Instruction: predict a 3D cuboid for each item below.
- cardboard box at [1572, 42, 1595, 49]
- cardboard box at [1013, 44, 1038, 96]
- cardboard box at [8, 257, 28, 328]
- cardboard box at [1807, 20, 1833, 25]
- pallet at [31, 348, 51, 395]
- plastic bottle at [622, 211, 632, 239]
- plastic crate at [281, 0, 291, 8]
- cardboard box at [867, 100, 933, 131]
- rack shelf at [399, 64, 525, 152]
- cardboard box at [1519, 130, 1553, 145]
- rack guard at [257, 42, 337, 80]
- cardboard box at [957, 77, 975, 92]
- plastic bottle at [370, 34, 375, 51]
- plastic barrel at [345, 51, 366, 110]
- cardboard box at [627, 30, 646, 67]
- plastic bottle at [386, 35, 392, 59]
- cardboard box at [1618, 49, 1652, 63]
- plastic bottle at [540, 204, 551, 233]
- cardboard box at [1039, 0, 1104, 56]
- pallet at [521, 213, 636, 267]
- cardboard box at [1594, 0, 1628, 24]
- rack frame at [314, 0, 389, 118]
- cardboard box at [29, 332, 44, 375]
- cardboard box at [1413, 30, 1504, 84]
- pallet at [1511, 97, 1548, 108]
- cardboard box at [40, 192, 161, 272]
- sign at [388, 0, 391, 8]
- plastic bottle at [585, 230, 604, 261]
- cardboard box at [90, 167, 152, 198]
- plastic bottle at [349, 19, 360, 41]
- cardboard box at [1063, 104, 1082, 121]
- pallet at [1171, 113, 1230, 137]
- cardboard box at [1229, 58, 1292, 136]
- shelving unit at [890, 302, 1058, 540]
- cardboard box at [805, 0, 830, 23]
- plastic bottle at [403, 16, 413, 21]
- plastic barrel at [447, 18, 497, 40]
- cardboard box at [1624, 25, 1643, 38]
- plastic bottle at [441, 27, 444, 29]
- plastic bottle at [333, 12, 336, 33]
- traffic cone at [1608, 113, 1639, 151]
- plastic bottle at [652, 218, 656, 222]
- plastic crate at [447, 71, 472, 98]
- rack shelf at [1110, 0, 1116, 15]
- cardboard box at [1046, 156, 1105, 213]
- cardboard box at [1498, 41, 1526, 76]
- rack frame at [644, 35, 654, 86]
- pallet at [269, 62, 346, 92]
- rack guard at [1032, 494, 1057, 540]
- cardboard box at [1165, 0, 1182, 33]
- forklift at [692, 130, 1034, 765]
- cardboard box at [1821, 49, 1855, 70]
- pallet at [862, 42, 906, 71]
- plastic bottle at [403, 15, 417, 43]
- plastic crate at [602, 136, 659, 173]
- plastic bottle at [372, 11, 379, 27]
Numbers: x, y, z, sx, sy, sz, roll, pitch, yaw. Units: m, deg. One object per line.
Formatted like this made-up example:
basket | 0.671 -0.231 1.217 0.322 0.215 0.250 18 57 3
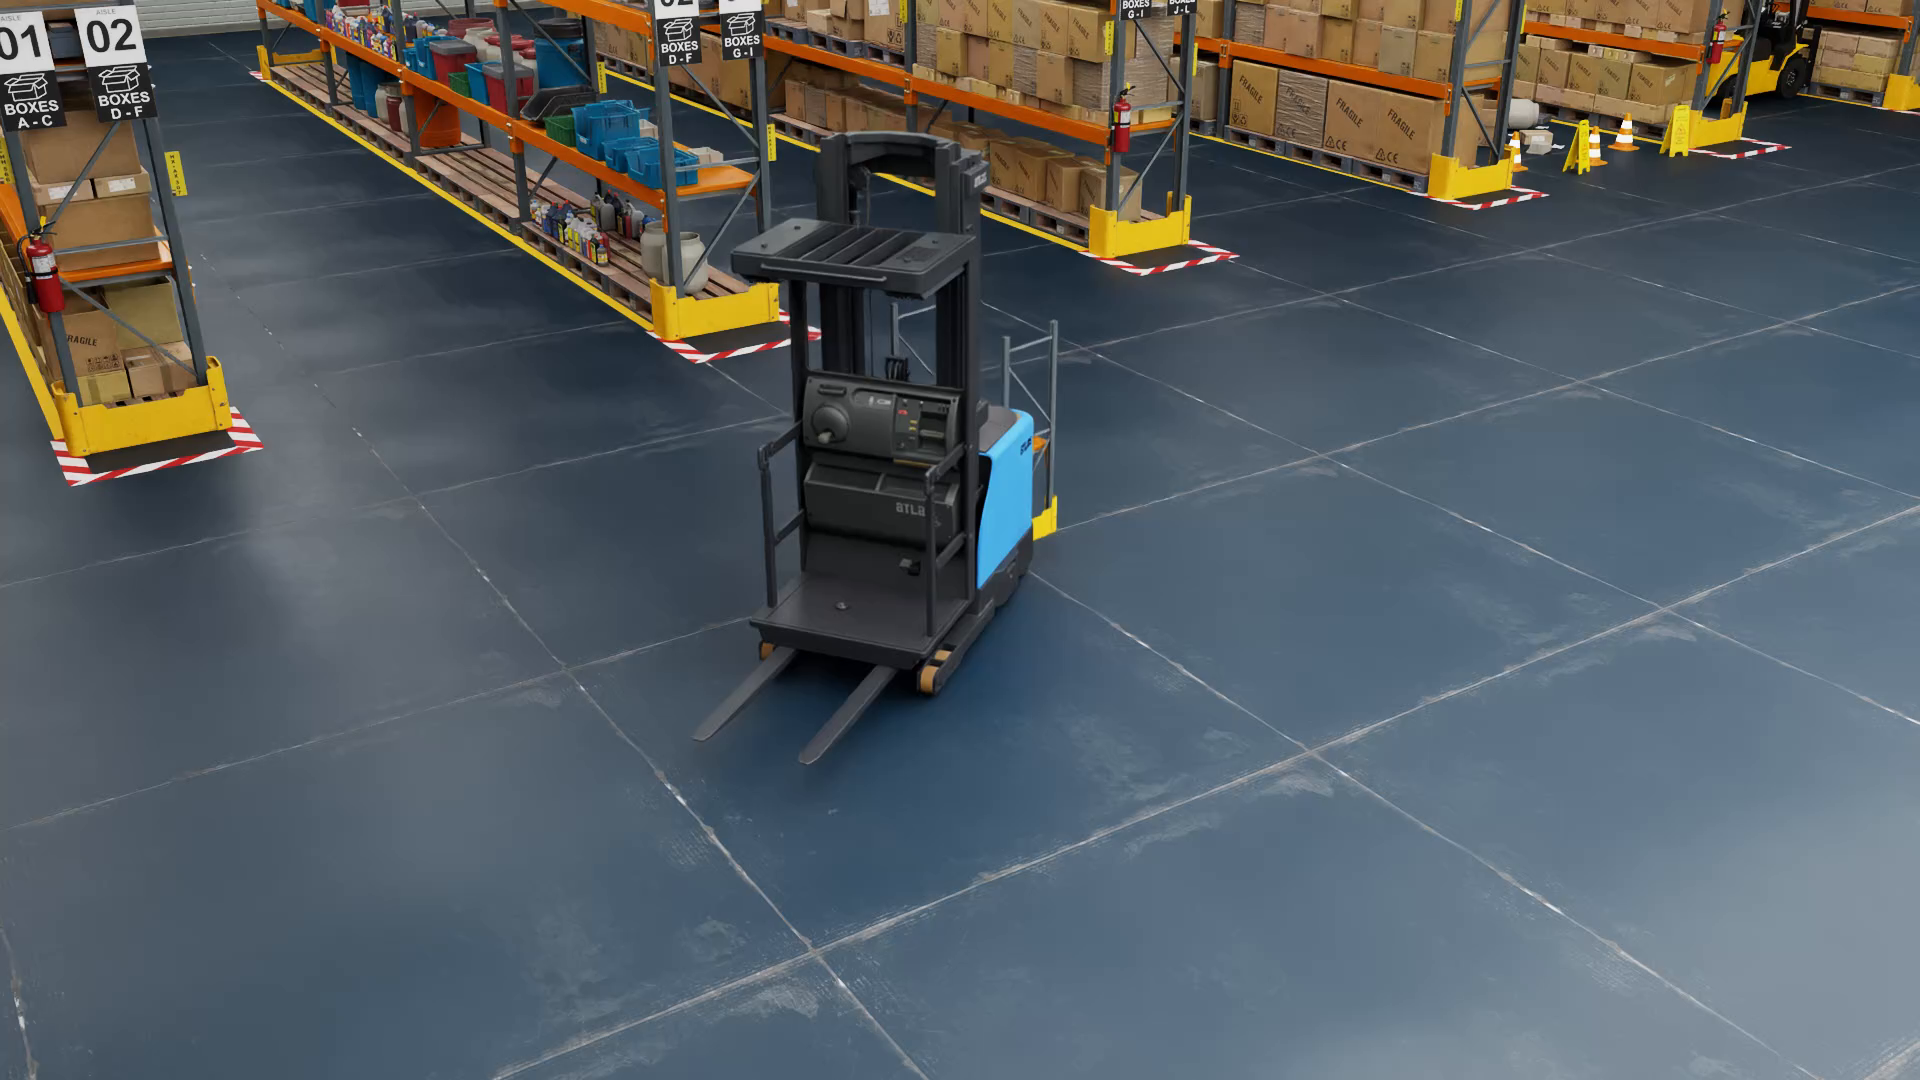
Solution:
cardboard box | 9.200 -7.002 24.419 0.500 0.500 0.500 -14 29 -27
cardboard box | 1.087 -5.211 18.310 0.875 0.500 0.500 -16 29 -30
cardboard box | -7.700 -2.123 14.084 0.500 0.500 0.500 -16 29 -30
cardboard box | 13.516 -8.115 26.484 0.500 0.250 0.500 -16 30 -31
pallet | -7.442 -1.620 14.435 1.003 0.211 1.213 -16 29 -30
plastic bottle | -3.489 -3.304 17.402 0.061 0.283 0.133 -16 29 -30
plastic crate | -10.169 -8.265 25.371 0.416 0.233 0.300 -16 29 -30
cardboard box | -0.771 -5.388 21.562 0.700 0.500 0.500 -16 29 -30
rack shelf | -5.451 -5.155 19.499 1.077 0.370 4.000 -16 29 -30
cardboard box | 7.870 -5.507 22.741 0.380 0.149 0.250 -1 25 -3
rack guard | -10.934 -7.932 27.468 1.175 0.500 0.348 -16 29 -30
cardboard box | 0.188 -5.297 19.252 0.380 0.149 0.250 -16 29 -30
plastic bottle | -7.667 -6.523 21.787 0.097 0.201 0.097 0 25 0
plastic barrel | -8.444 -6.669 23.829 0.600 0.901 0.708 -16 29 -30
cardboard box | -4.870 -8.265 27.240 0.875 0.875 0.875 -16 29 -30
plastic bottle | -7.247 -6.271 21.157 0.061 0.283 0.133 -16 29 -30
cardboard box | 9.365 -6.719 23.059 0.380 0.149 0.250 -15 29 -28
plastic bottle | -4.353 -3.407 17.629 0.152 0.276 0.135 -14 29 -28
cardboard box | 1.189 -5.437 17.617 0.500 0.500 0.500 -16 29 -30
pallet | -4.028 -3.254 17.896 1.003 0.211 1.213 -16 29 -30
cardboard box | 9.210 -7.468 23.090 0.500 0.500 0.500 -16 29 -30
rack frame | -8.727 -7.627 23.892 1.000 3.000 0.127 -16 29 -30
cardboard box | -7.426 -1.605 13.866 0.500 0.250 0.500 -16 29 -30
cardboard box | 5.944 -5.798 19.843 0.875 0.550 0.550 -16 29 -30
pallet | 8.490 -6.736 25.271 1.003 0.211 1.213 -16 29 -30
cardboard box | -6.572 -2.397 12.696 0.700 0.500 0.500 -16 29 -30
sign | -8.265 -7.879 24.103 0.100 0.325 0.005 -16 29 -30
plastic bottle | -3.660 -2.953 16.667 0.152 0.276 0.135 -15 29 -29
cardboard box | -6.362 -2.711 12.601 0.380 0.149 0.250 -16 30 -30
plastic bottle | -8.161 -6.902 22.502 0.152 0.276 0.135 -16 29 -30
cardboard box | 1.330 -4.596 17.766 0.380 0.149 0.250 -16 29 -30
pallet | 3.517 -6.037 23.790 1.003 0.211 1.213 -16 29 -30
cardboard box | 4.286 -6.027 22.500 0.875 0.875 0.875 -15 29 -29
shelving unit | 0.077 -0.822 11.234 1.083 1.500 0.587 23 33 39
cardboard box | -1.676 -7.225 22.432 0.700 0.500 0.500 -11 27 -22
plastic bottle | -7.566 -7.063 22.843 0.152 0.276 0.135 -16 29 -30
plastic barrel | -6.036 -6.162 20.630 0.600 0.536 0.708 -16 29 -30
cardboard box | 9.375 -7.015 22.890 0.380 0.149 0.250 -15 29 -29
plastic bottle | -6.796 -6.597 21.848 0.061 0.283 0.133 -16 29 -30
plastic bottle | -8.680 -7.218 23.178 0.097 0.271 0.097 0 25 0
traffic cone | 8.962 -5.504 22.367 0.336 0.463 0.334 -16 29 -30
plastic bottle | -3.146 -3.179 17.151 0.097 0.271 0.097 0 25 0
plastic crate | -5.547 -5.226 19.056 0.450 0.188 0.662 -16 29 -30
rack shelf | 0.882 -6.235 18.273 1.077 0.370 4.000 -16 29 -30
cardboard box | 1.292 -3.981 18.606 0.500 0.500 0.500 -8 26 -16
cardboard box | 8.189 -7.241 24.925 0.500 0.500 0.500 -14 29 -27
rack frame | -4.577 -8.781 26.337 1.000 3.000 0.127 -16 29 -30
pallet | -10.492 -7.492 26.874 1.003 0.211 1.213 -16 29 -30
rack guard | 0.433 -0.108 11.186 0.087 0.250 0.587 23 33 39
cardboard box | 3.217 -7.389 23.272 0.500 0.500 0.500 -16 30 -30
forklift | -0.526 -0.651 9.196 1.130 2.935 3.031 9 27 19
cardboard box | 13.642 -7.412 25.580 0.500 0.250 0.500 -16 30 -30
pallet | -0.505 -6.140 20.967 1.003 0.211 1.213 -16 29 -30
plastic bottle | -7.403 -6.874 22.356 0.144 0.351 0.185 -16 29 -30
plastic crate | -3.049 -3.610 15.558 0.499 0.251 0.408 -16 29 -30
plastic bottle | -8.335 -7.435 23.719 0.097 0.201 0.097 0 25 0
